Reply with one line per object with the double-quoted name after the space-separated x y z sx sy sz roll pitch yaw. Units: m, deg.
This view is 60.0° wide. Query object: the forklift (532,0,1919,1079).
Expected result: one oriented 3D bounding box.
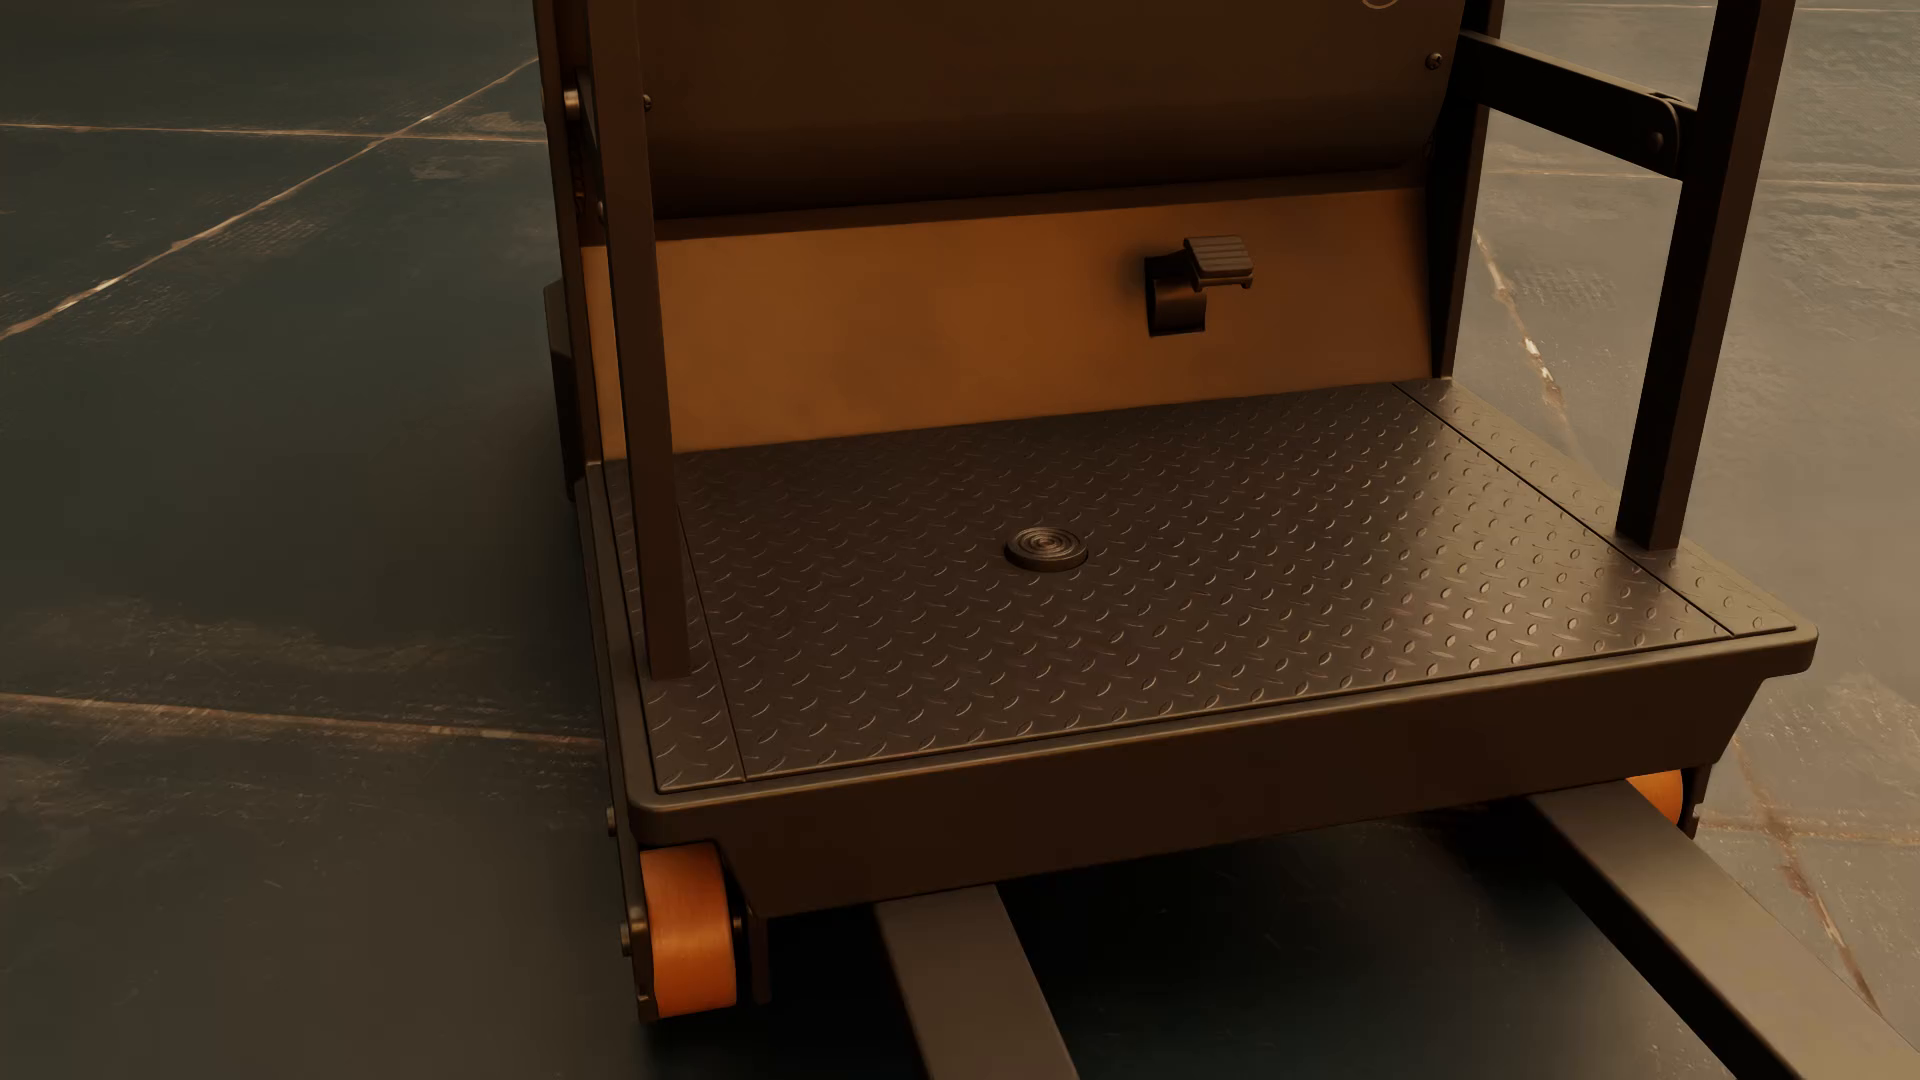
0.153 -1.049 1.319 1.130 2.935 3.031 -7 27 -13 "forklift"
